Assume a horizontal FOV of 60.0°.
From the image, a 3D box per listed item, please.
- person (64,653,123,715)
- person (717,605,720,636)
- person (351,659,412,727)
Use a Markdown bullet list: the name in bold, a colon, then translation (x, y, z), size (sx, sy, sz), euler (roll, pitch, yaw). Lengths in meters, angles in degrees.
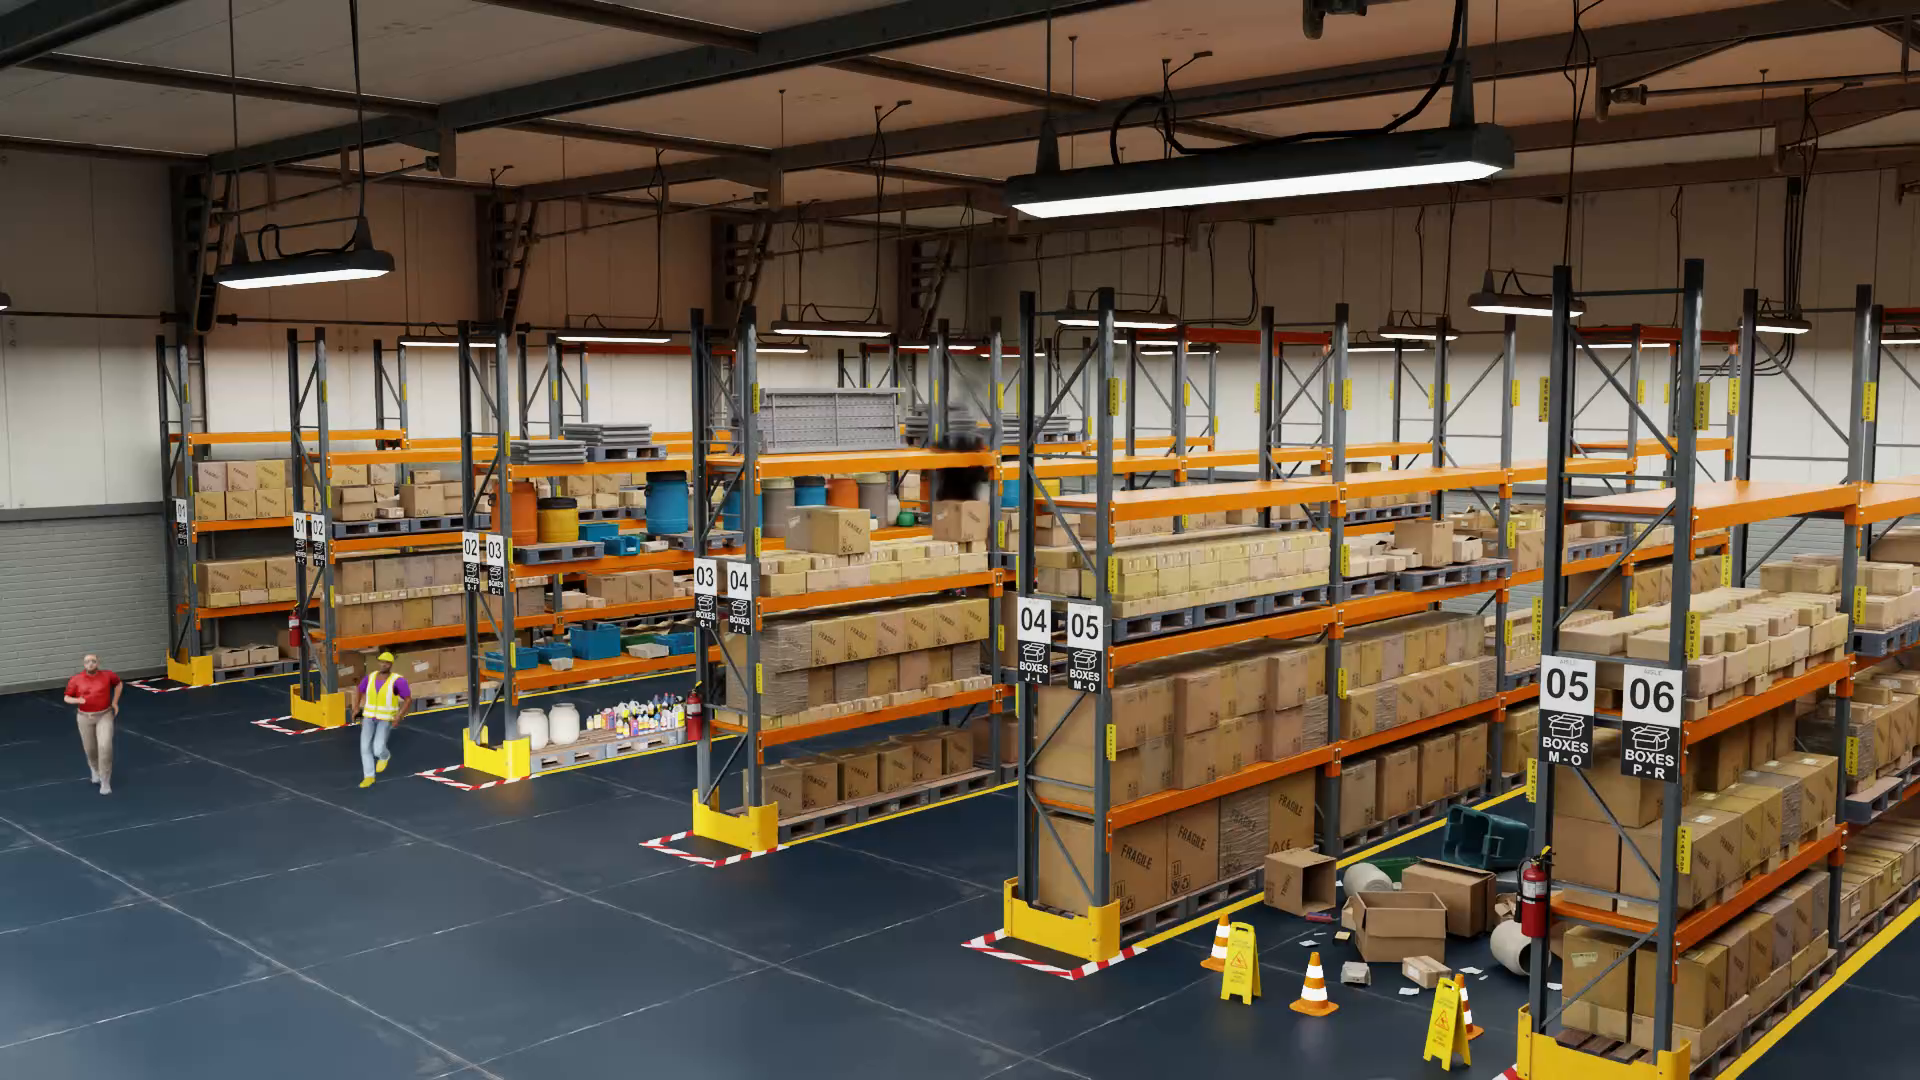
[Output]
- **person**: translation (-11.000, 1.847, 21.075), size (0.649, 0.819, 0.660), euler (-2, 6, -22)
- **person**: translation (-4.010, 1.367, 26.603), size (0.669, 0.830, 0.585), euler (4, 7, 36)
- **person**: translation (-7.502, 1.977, 21.476), size (0.754, 0.827, 0.407), euler (0, 5, 4)
